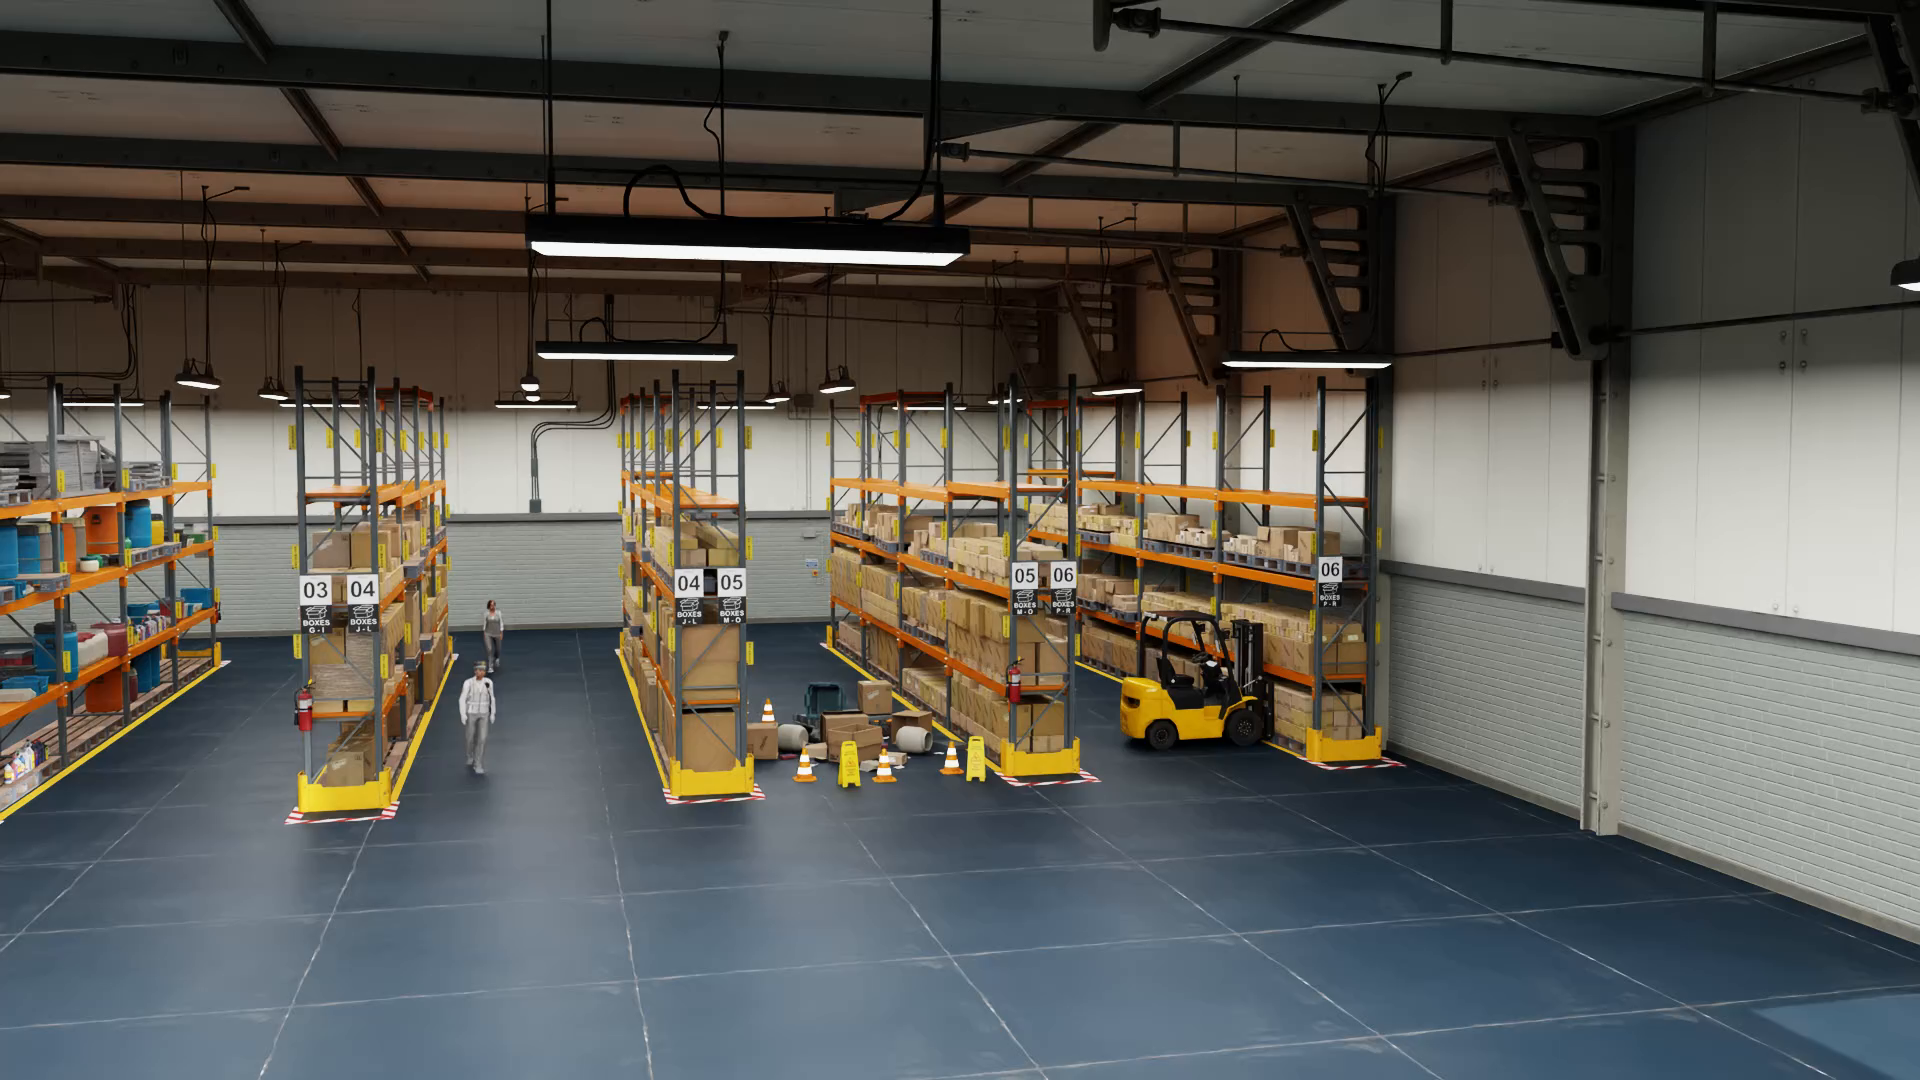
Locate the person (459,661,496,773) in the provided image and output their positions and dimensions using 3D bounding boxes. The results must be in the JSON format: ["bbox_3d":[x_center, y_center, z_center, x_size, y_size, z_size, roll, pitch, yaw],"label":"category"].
[{"bbox_3d":[-7.346,2.680,25.352,0.566,1.685,0.718,-2,4,-28],"label":"person"}]

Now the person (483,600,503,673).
[{"bbox_3d":[-10.107,2.058,36.013,0.421,1.562,0.768,-1,4,-16],"label":"person"}]
